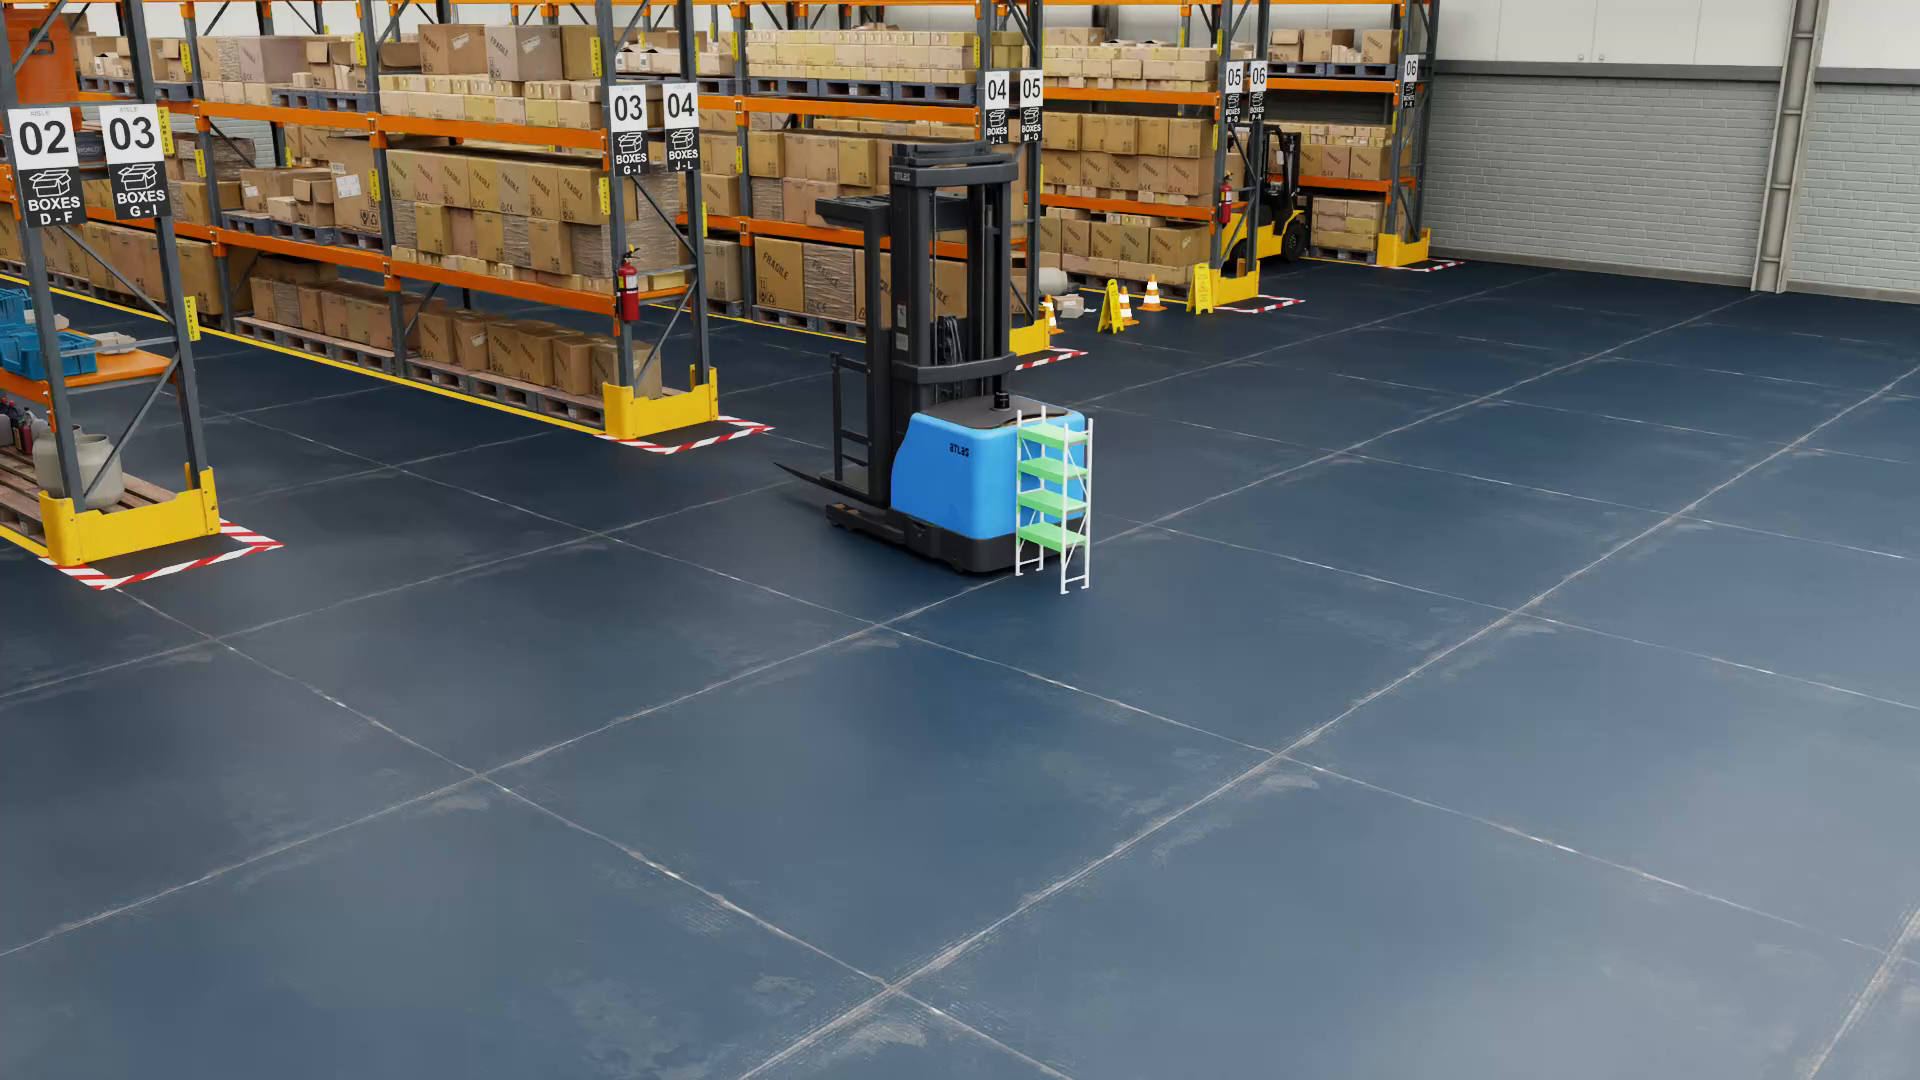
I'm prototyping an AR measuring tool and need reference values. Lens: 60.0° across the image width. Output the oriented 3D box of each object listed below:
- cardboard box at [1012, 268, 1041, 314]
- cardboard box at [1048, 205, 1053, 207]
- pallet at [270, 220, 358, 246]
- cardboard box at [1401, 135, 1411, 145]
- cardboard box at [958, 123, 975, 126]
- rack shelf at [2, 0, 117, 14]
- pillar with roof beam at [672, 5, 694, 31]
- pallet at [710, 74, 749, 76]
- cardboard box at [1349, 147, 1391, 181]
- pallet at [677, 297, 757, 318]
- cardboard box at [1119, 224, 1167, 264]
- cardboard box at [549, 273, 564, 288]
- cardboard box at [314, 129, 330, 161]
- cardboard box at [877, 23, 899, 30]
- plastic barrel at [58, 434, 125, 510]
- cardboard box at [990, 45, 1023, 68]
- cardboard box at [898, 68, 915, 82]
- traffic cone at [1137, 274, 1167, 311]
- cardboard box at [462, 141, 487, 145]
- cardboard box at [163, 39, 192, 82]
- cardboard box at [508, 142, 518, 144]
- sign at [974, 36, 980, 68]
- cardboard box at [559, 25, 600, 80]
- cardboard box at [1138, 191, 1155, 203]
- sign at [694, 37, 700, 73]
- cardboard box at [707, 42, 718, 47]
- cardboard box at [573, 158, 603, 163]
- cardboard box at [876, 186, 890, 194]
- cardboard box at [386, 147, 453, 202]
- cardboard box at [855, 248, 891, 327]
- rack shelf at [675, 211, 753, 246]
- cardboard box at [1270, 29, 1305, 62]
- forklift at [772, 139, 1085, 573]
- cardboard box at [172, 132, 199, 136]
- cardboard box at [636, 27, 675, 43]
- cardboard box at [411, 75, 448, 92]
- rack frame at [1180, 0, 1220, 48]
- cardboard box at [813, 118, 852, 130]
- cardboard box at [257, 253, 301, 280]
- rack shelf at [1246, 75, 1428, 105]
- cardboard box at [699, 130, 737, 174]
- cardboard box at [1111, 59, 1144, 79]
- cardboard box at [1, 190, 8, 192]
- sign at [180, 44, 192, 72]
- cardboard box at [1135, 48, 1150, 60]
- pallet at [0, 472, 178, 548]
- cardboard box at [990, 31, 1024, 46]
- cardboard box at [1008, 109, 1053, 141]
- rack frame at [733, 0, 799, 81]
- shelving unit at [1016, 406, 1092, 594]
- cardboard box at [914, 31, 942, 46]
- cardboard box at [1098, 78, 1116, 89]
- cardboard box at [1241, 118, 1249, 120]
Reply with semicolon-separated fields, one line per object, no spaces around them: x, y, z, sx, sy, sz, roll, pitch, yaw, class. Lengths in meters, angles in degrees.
0.772;-3.345;22.318;0.637;0.503;0.797;0;18;2;cardboard box
2.026;-6.295;30.720;0.625;0.625;0.875;16;24;41;cardboard box
-7.287;-3.639;19.437;1.213;0.211;1.003;15;23;39;pallet
6.977;-6.362;26.461;0.250;0.149;0.380;14;23;38;cardboard box
0.239;-6.207;25.859;0.500;0.500;0.500;15;23;39;cardboard box
-13.283;-7.649;23.689;4.000;0.370;1.077;15;23;39;rack shelf
-9.185;-11.722;34.670;0.400;9.000;9.100;15;23;39;pillar with roof beam
-3.572;-8.042;28.345;1.213;0.211;1.003;16;24;42;pallet
6.516;-5.965;26.284;0.500;0.500;0.500;14;23;38;cardboard box
-3.063;-3.226;22.428;1.213;0.211;1.003;15;23;39;pallet
2.601;-4.207;23.522;0.500;0.500;0.500;16;24;41;cardboard box
-3.746;-2.546;16.090;0.250;0.149;0.380;15;23;39;cardboard box
-10.483;-6.661;27.984;0.500;0.500;0.500;15;23;40;cardboard box
-1.423;-10.093;32.877;0.258;0.266;0.396;15;23;39;cardboard box
-6.642;-0.521;12.713;0.421;0.512;0.421;0;18;0;plastic barrel
0.366;-5.517;18.975;0.500;0.250;0.500;15;23;39;cardboard box
-0.487;-5.315;18.998;0.250;0.149;0.380;15;23;40;cardboard box
2.588;-3.340;22.370;0.334;0.463;0.336;15;23;39;traffic cone
-7.258;-5.892;24.955;0.250;0.149;0.380;16;24;41;cardboard box
-9.299;-5.904;20.432;0.797;0.503;0.637;-17;24;-42;cardboard box
-6.629;-5.985;25.248;0.250;0.149;0.380;16;24;41;cardboard box
0.186;-5.308;18.088;0.005;0.325;0.100;15;23;39;sign
-3.743;-4.729;16.112;0.500;0.500;0.500;15;23;39;cardboard box
2.691;-4.788;23.156;0.250;0.149;0.380;16;23;40;cardboard box
-2.452;-4.481;15.370;0.005;0.325;0.100;15;23;39;sign
-4.410;-8.622;29.315;0.500;0.311;0.500;15;23;39;cardboard box
-3.411;-3.452;16.222;0.500;0.500;0.500;15;23;39;cardboard box
-0.513;-3.996;19.997;0.550;0.550;0.875;15;23;39;cardboard box
-5.636;-3.834;17.423;0.500;0.500;0.500;15;23;39;cardboard box
-0.654;-3.099;20.236;0.875;0.875;0.875;15;23;38;cardboard box
-3.931;-4.476;22.946;4.000;0.370;1.077;15;23;39;rack shelf
5.453;-7.993;26.850;0.637;0.503;0.797;16;24;41;cardboard box
-0.386;-1.548;12.643;1.130;2.935;3.031;-13;22;-36;forklift
-10.323;-5.060;21.772;0.637;0.503;0.797;16;24;41;cardboard box
-5.510;-9.055;30.201;0.500;0.500;0.500;16;23;40;cardboard box
-5.331;-4.631;16.876;0.250;0.149;0.380;15;23;40;cardboard box
4.066;-9.541;27.798;0.127;3.000;1.000;15;23;39;rack frame
-2.034;-6.608;27.122;0.500;0.500;0.500;14;22;38;cardboard box
-8.274;-3.367;20.426;0.500;0.250;0.500;16;24;41;cardboard box
5.562;-7.367;27.096;4.000;0.370;1.077;15;23;39;rack shelf
-3.197;-5.143;22.040;0.500;0.500;0.700;15;23;38;cardboard box
2.438;-6.501;22.934;0.500;0.250;0.500;16;24;41;cardboard box
-13.962;-5.253;24.621;0.250;0.149;0.380;14;23;38;cardboard box
-9.170;-5.709;19.696;0.005;0.325;0.100;15;23;39;sign
2.613;-6.667;22.797;0.250;0.149;0.380;15;23;39;cardboard box
-6.791;-0.232;12.993;1.213;0.211;1.003;15;23;39;pallet
0.518;-5.691;18.864;0.250;0.149;0.380;15;23;40;cardboard box
0.960;-6.086;24.521;0.500;0.500;0.700;15;23;39;cardboard box
-2.436;-7.277;20.665;0.127;3.000;1.000;15;23;39;rack frame
0.645;-0.282;11.516;0.258;1.200;0.503;-13;22;-36;shelving unit
-0.298;-5.645;18.719;0.250;0.149;0.380;16;23;40;cardboard box
2.135;-6.371;23.185;0.250;0.149;0.380;15;23;39;cardboard box
4.873;-7.074;28.215;0.250;0.149;0.380;15;23;39;cardboard box
